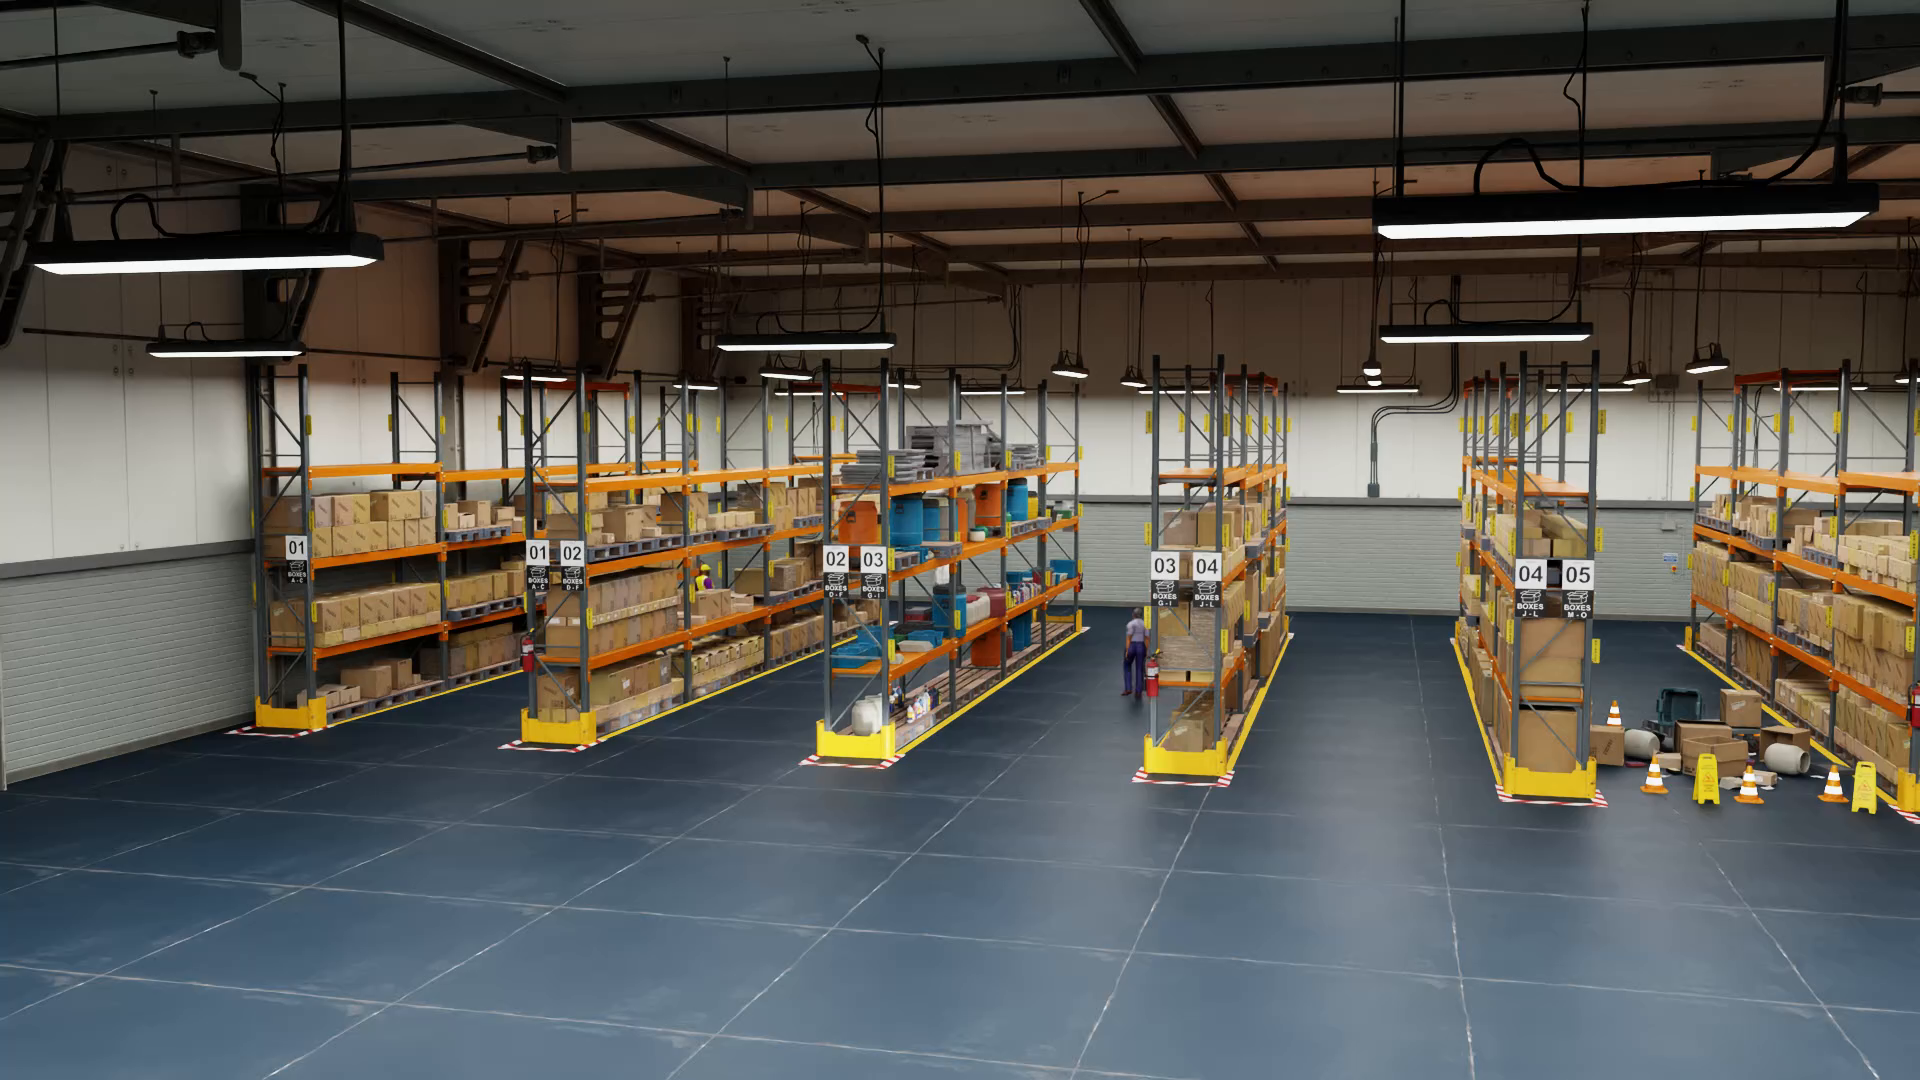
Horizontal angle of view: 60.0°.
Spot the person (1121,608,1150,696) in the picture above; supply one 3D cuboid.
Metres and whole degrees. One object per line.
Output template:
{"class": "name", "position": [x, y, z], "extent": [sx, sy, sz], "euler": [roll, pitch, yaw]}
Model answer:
{"class": "person", "position": [3.259, 2.095, 30.675], "extent": [0.505, 1.689, 0.569], "euler": [0, 4, -2]}

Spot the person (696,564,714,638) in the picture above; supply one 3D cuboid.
{"class": "person", "position": [-5.973, 1.453, 38.796], "extent": [0.497, 1.766, 0.607], "euler": [-3, 5, -38]}

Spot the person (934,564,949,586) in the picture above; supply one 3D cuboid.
{"class": "person", "position": [-0.431, 1.131, 43.509], "extent": [0.599, 1.714, 1.074], "euler": [1, 4, 15]}
